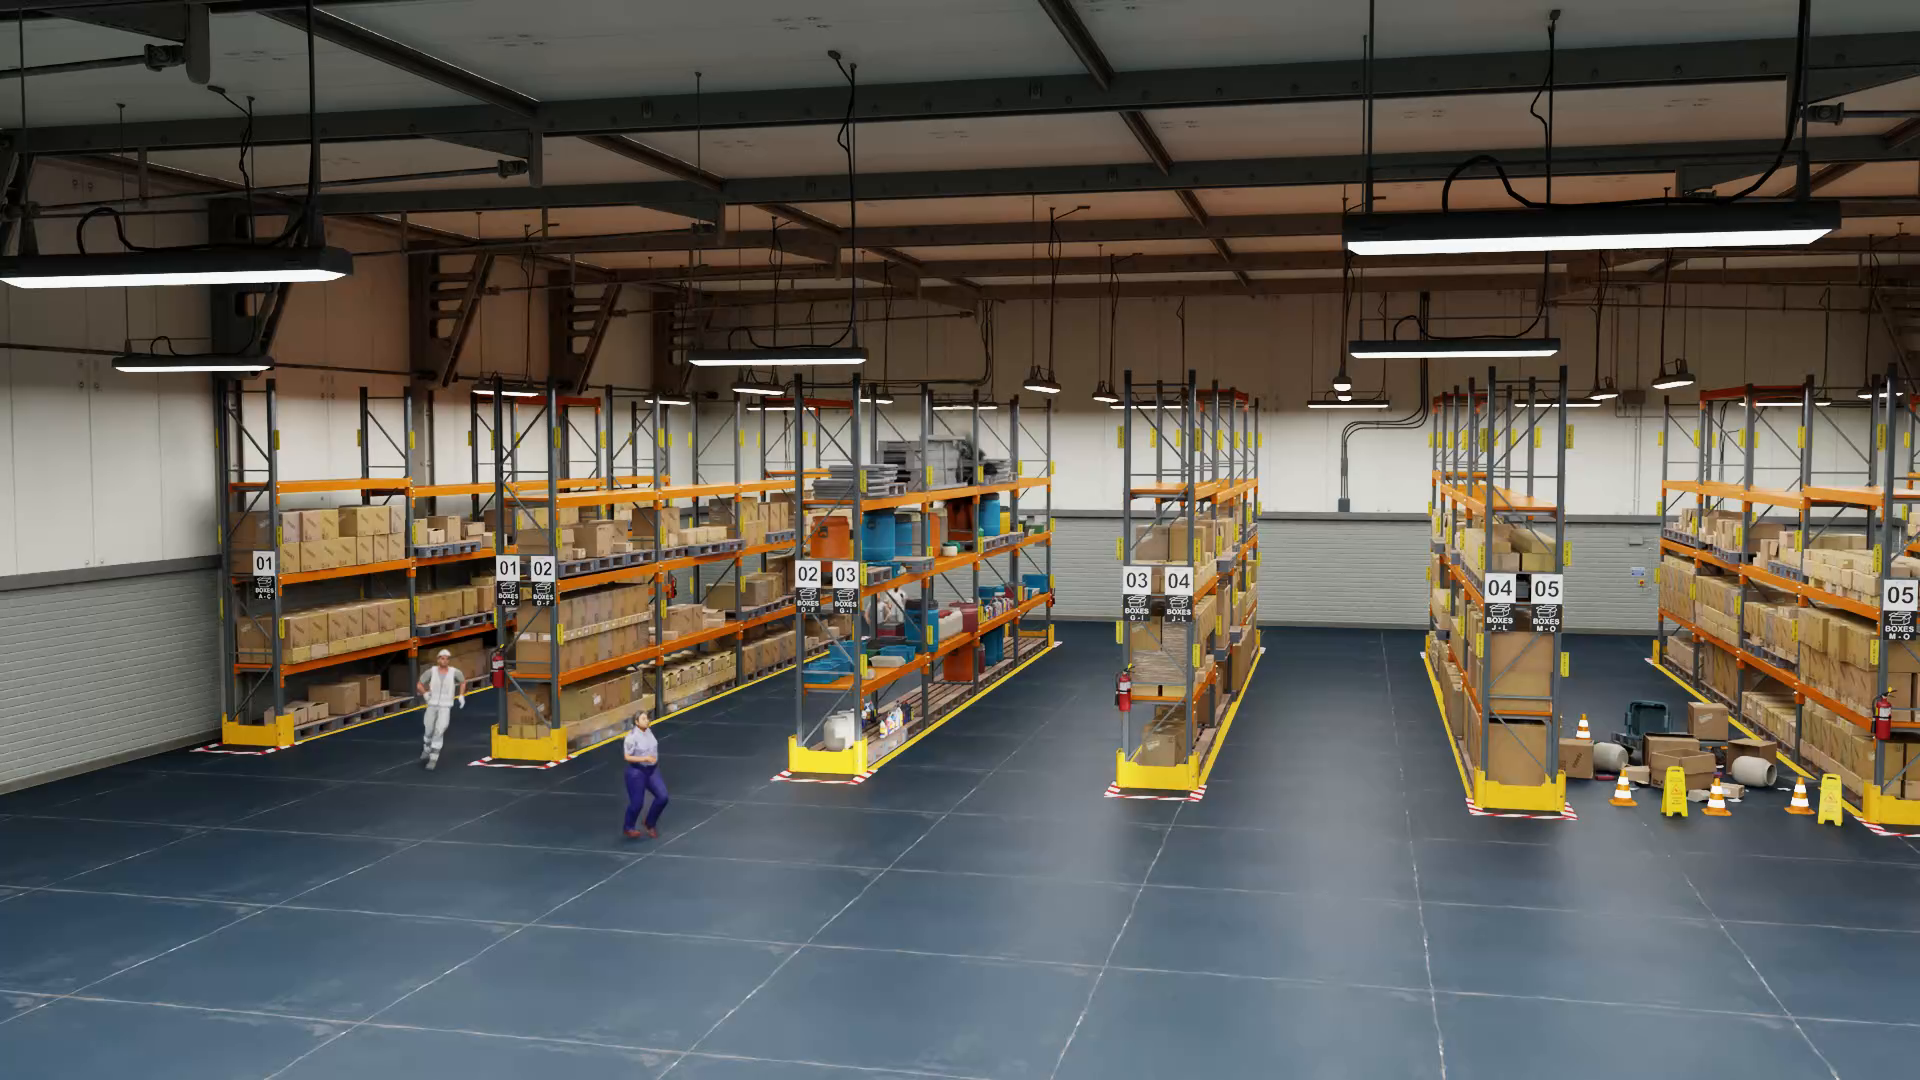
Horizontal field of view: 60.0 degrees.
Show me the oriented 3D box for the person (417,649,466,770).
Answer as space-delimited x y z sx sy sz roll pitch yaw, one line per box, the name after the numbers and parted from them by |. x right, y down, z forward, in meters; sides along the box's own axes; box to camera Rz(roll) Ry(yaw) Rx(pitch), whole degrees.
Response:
-7.992 2.571 25.571 0.722 1.783 0.932 -1 3 -10 | person

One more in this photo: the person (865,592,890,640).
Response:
-1.857 1.878 37.344 0.574 1.486 0.791 0 3 -2 | person

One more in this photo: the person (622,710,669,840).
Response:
-3.947 2.949 20.766 0.685 1.662 0.580 3 4 37 | person

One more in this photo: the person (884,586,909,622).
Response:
-1.529 1.798 39.989 0.619 1.662 0.829 0 3 0 | person
